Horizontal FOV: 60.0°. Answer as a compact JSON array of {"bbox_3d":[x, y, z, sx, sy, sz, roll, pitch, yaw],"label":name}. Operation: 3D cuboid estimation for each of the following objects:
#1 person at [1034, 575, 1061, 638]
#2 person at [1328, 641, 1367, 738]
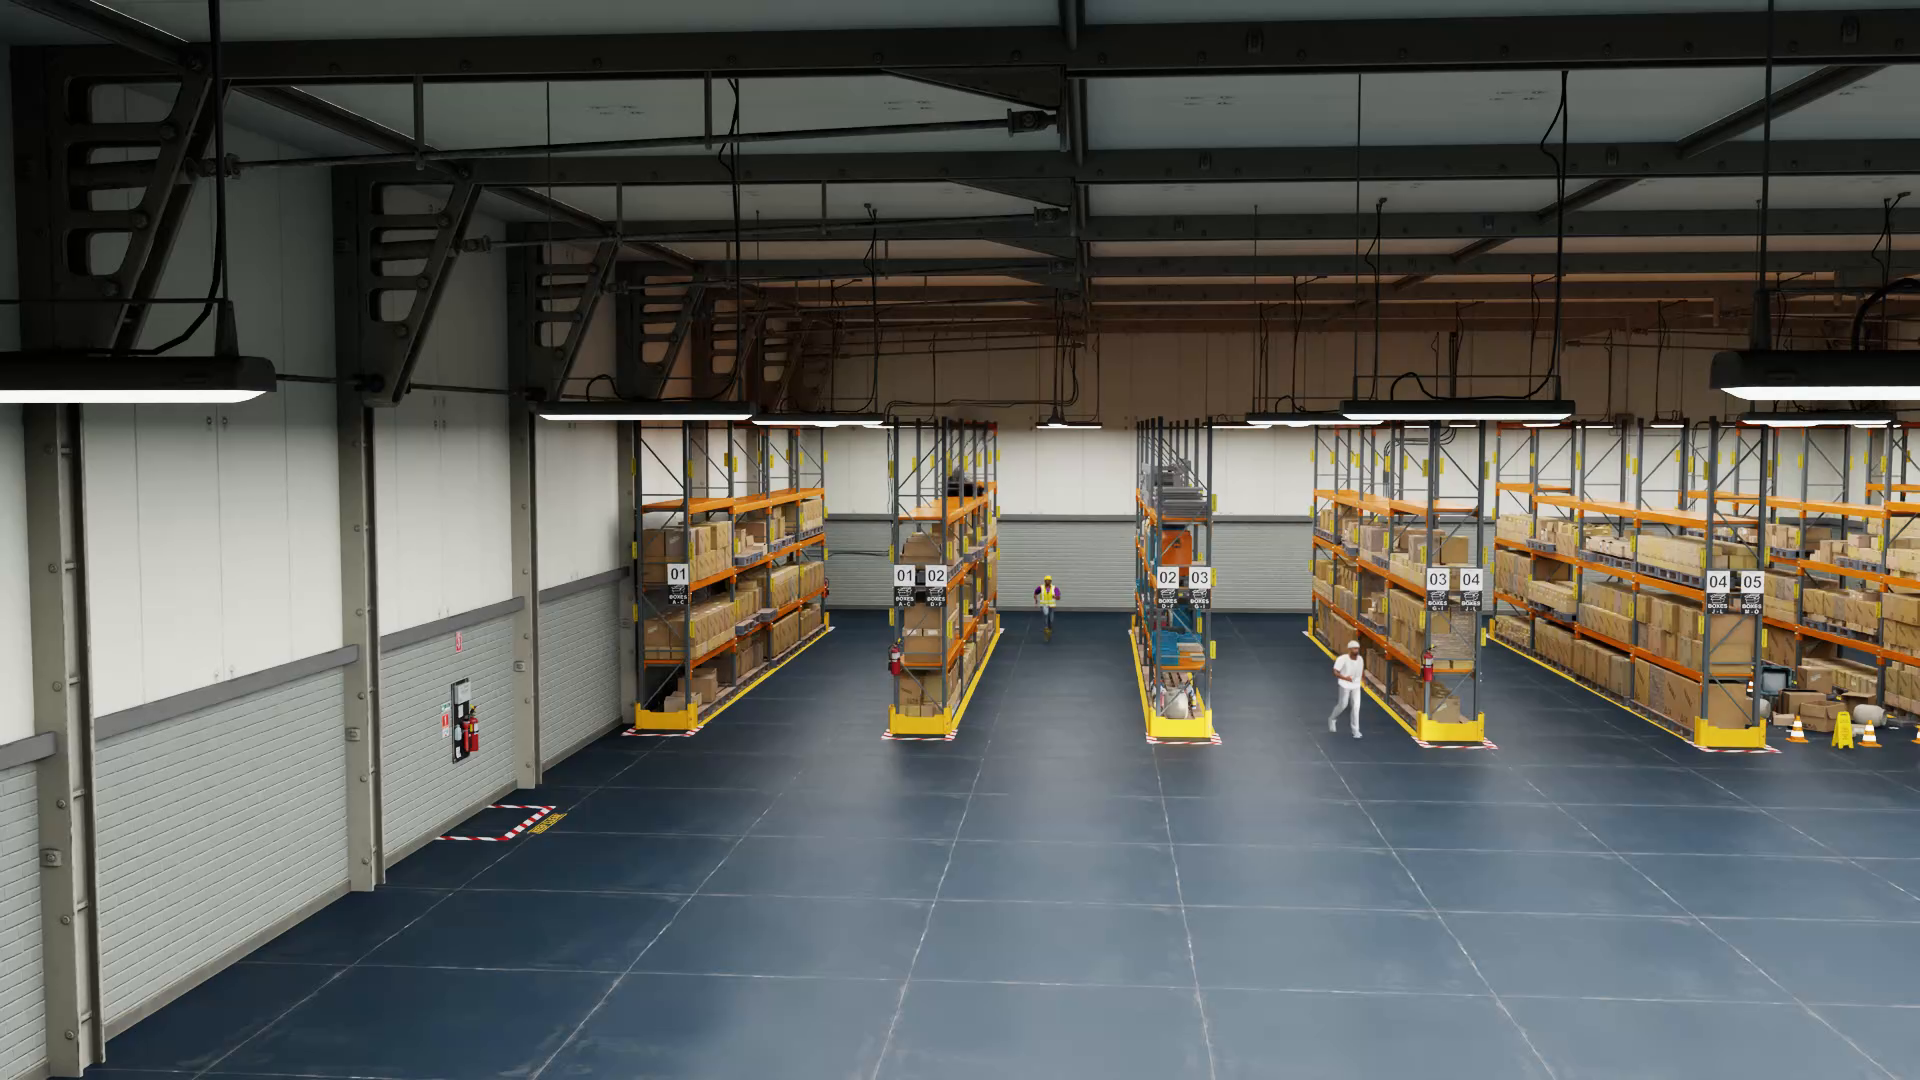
[{"bbox_3d":[2.398,1.828,45.412,0.692,1.734,0.945,0,4,-6],"label":"person"},{"bbox_3d":[7.372,2.777,31.372,0.763,1.773,0.893,-2,4,-23],"label":"person"}]
